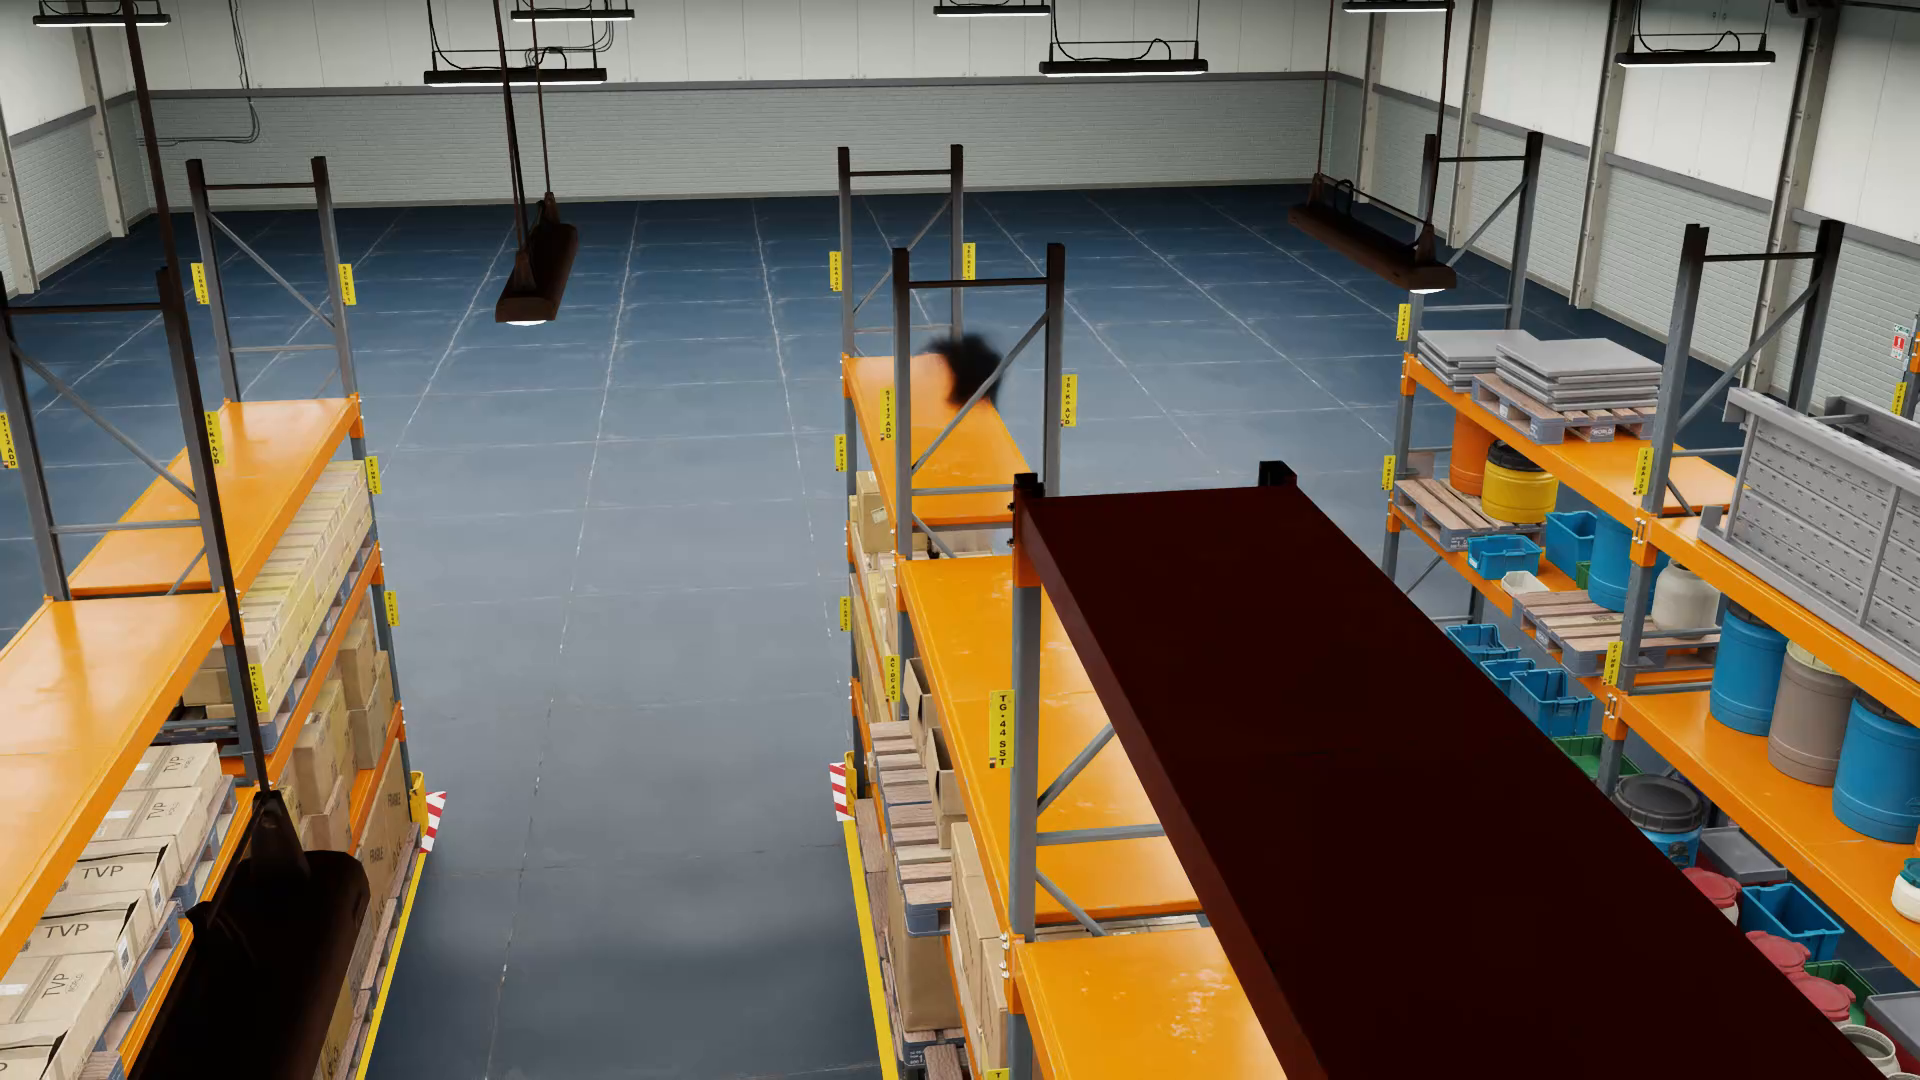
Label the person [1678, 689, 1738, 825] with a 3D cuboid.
[{"bbox_3d":[6.814,1.785,14.904,0.553,1.707,0.842,-7,23,-18],"label":"person"}]
